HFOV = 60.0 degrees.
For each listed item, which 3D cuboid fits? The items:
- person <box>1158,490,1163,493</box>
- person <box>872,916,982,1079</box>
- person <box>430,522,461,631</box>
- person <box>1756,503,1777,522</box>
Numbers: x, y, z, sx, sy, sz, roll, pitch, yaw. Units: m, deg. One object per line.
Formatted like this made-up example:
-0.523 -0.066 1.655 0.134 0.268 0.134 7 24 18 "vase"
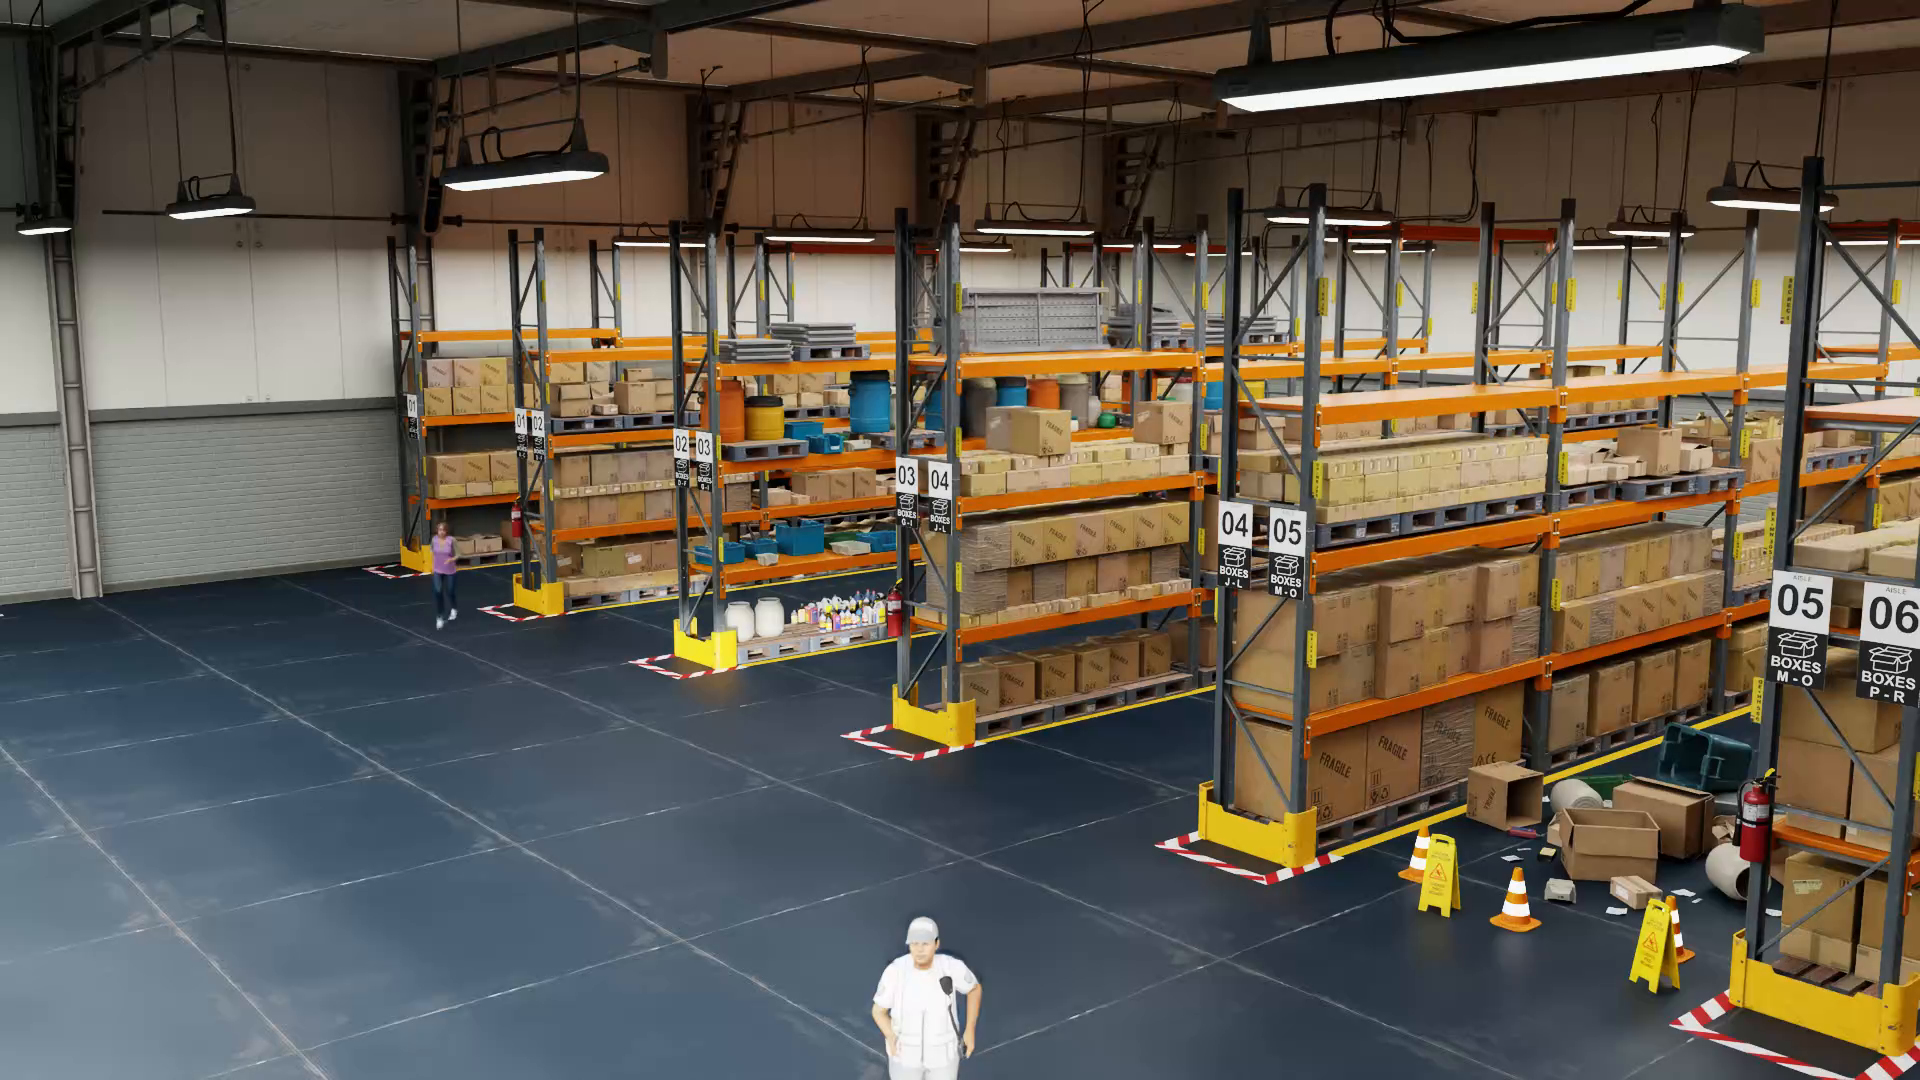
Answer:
4.188 -0.690 32.834 0.555 1.688 0.683 8 12 43 "person"
-0.190 2.930 9.426 0.621 1.633 0.932 0 9 2 "person"
-7.807 0.516 25.276 0.485 1.602 0.848 -1 9 -9 "person"
12.530 0.317 25.743 1.042 1.797 0.720 -6 11 -36 "person"
